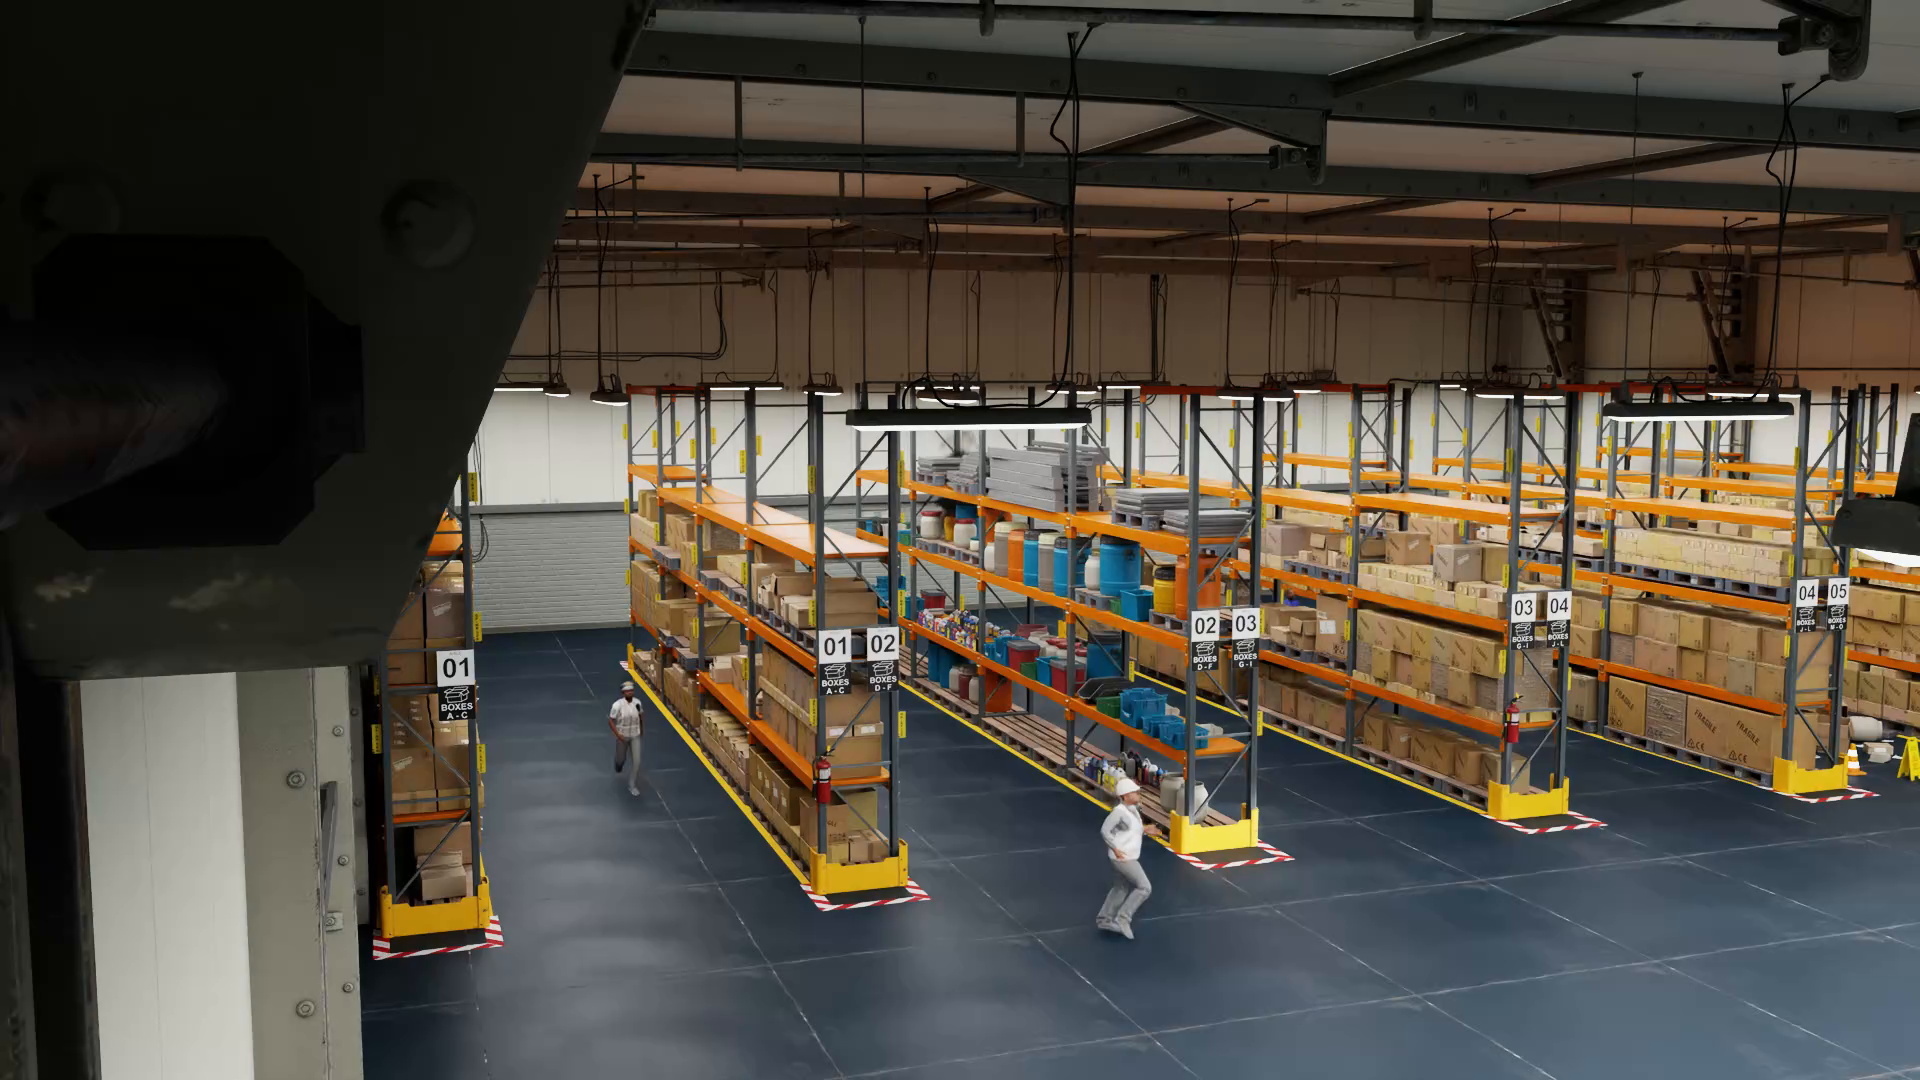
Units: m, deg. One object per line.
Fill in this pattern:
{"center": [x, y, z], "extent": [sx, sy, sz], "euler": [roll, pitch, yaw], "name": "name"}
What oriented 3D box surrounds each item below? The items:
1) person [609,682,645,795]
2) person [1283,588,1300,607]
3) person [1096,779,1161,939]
{"center": [-4.995, 2.949, 25.032], "extent": [0.568, 1.679, 0.869], "euler": [-2, 6, -23], "name": "person"}
{"center": [7.114, 1.844, 35.821], "extent": [0.578, 1.615, 0.555], "euler": [-1, 6, -13], "name": "person"}
{"center": [1.882, 3.549, 18.594], "extent": [0.709, 1.793, 0.631], "euler": [1, 6, 10], "name": "person"}
